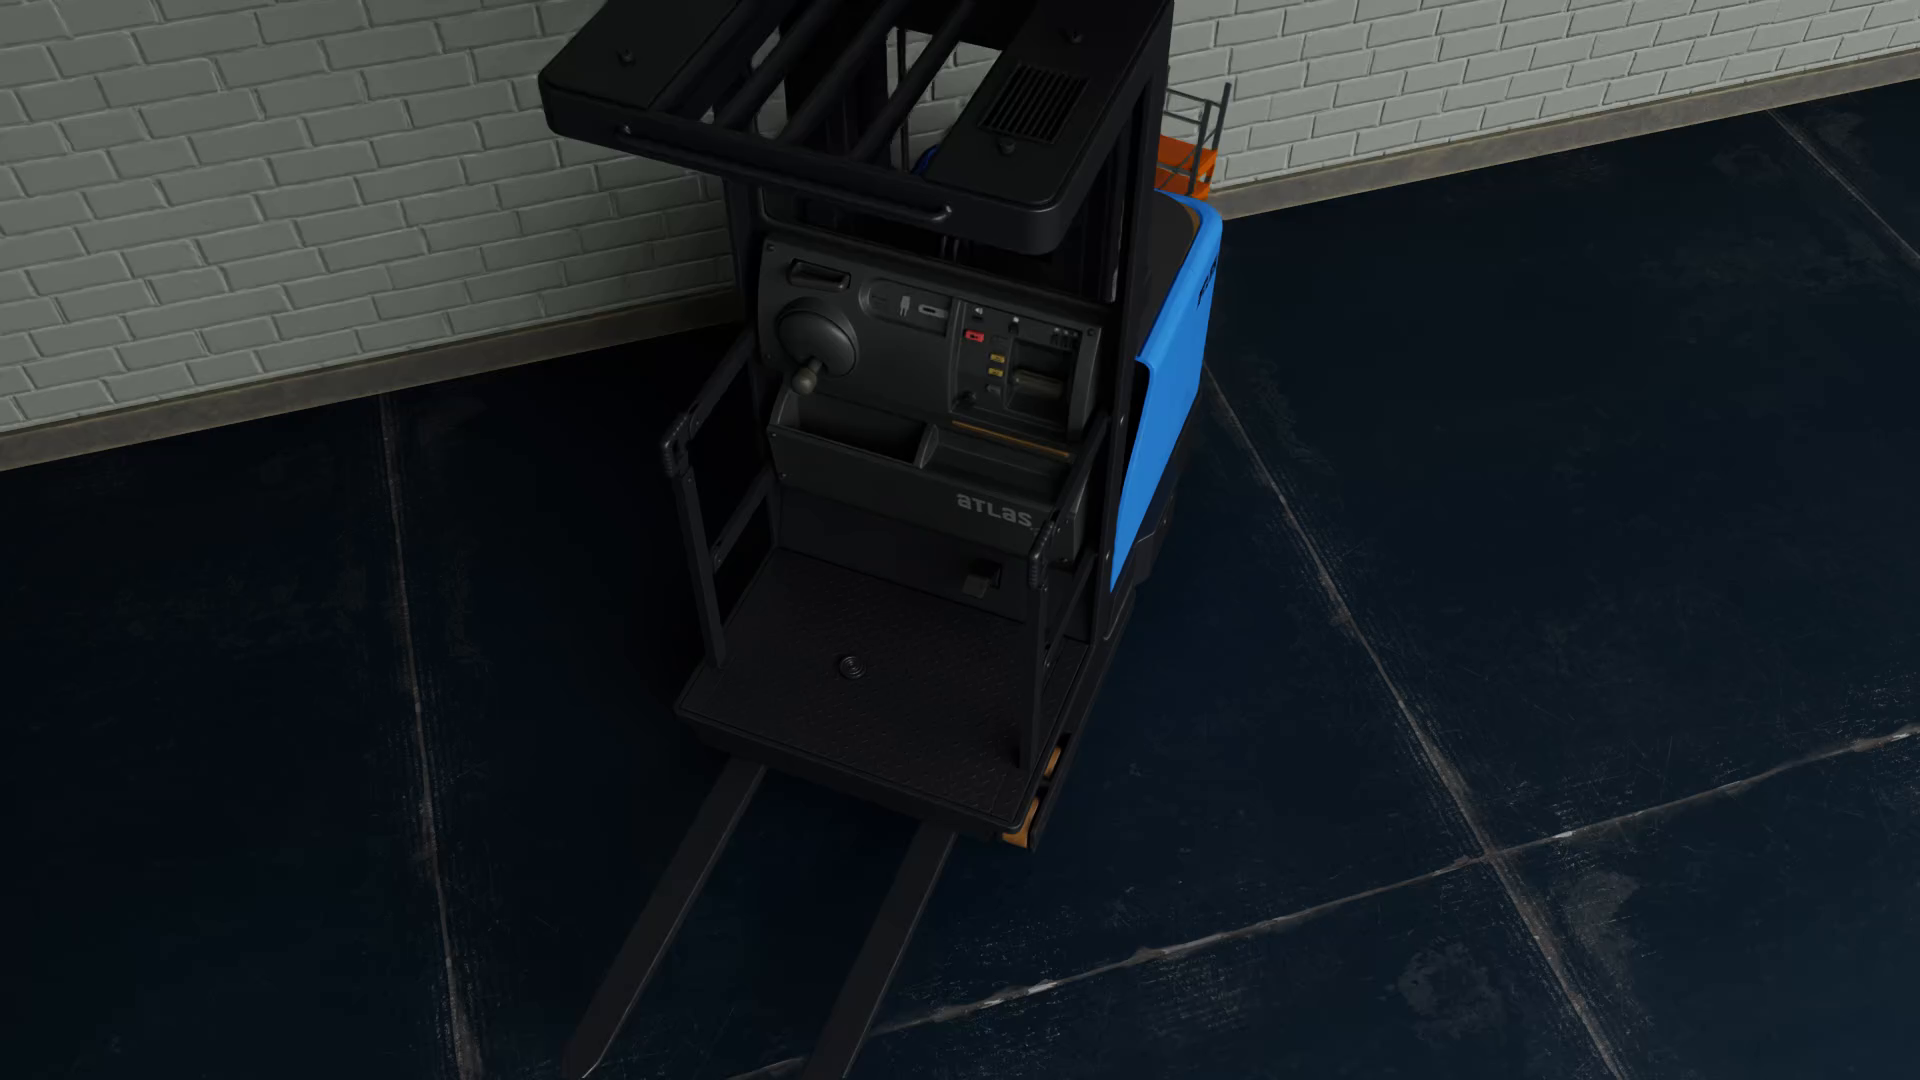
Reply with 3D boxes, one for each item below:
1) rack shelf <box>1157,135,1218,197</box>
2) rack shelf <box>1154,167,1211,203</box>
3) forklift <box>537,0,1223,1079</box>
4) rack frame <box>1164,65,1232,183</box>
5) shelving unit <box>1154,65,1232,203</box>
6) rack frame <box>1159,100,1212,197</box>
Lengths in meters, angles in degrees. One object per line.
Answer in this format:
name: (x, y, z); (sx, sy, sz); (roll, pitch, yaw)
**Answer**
rack shelf: (0.718, -1.279, 5.633); (0.258, 0.103, 0.180); (22, 40, 18)
rack shelf: (0.706, -1.185, 5.707); (0.258, 0.103, 0.180); (22, 40, 18)
forklift: (-0.169, -0.401, 4.171); (1.130, 2.935, 3.031); (17, 52, 14)
rack frame: (0.727, -1.080, 5.894); (0.240, 1.200, 0.006); (22, 40, 18)
shelving unit: (0.685, -1.033, 5.827); (0.258, 1.200, 0.189); (22, 40, 18)
rack frame: (0.643, -0.986, 5.761); (0.240, 1.200, 0.006); (22, 40, 18)
